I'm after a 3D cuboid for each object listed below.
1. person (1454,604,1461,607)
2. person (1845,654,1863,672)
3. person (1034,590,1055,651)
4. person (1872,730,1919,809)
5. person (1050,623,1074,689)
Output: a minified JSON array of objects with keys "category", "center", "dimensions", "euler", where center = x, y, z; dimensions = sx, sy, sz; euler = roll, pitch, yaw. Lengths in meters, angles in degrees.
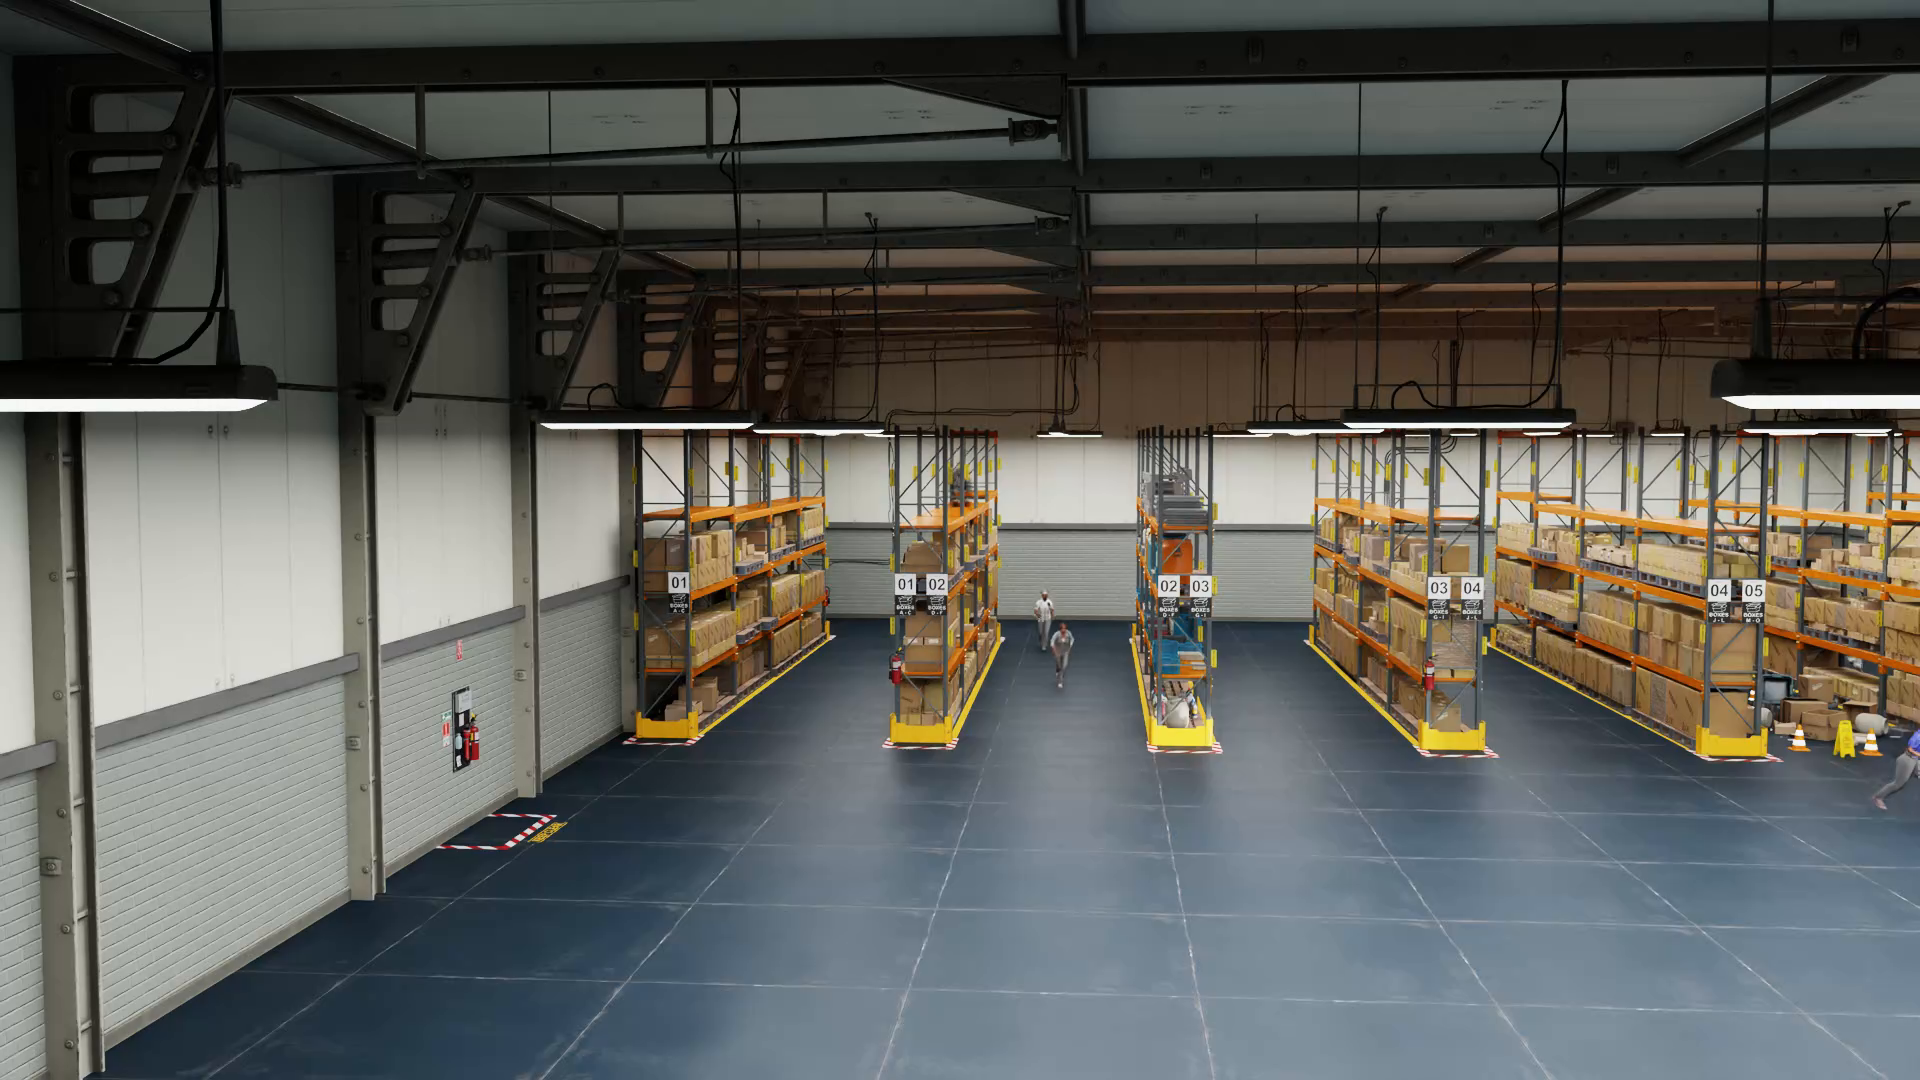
[{"category":"person","center":[13.863,2.113,46.006],"dimensions":[0.757,1.720,0.665],"euler":[1,3,11]},{"category":"person","center":[21.522,2.451,39.897],"dimensions":[0.649,1.740,0.602],"euler":[0,3,2]},{"category":"person","center":[2.308,2.172,45.331],"dimensions":[0.563,1.655,0.589],"euler":[0,3,-3]},{"category":"person","center":[14.423,3.443,25.295],"dimensions":[0.617,1.615,0.923],"euler":[-3,4,-37]},{"category":"person","center":[2.350,2.663,38.575],"dimensions":[0.539,1.546,0.815],"euler":[-1,3,-10]}]
